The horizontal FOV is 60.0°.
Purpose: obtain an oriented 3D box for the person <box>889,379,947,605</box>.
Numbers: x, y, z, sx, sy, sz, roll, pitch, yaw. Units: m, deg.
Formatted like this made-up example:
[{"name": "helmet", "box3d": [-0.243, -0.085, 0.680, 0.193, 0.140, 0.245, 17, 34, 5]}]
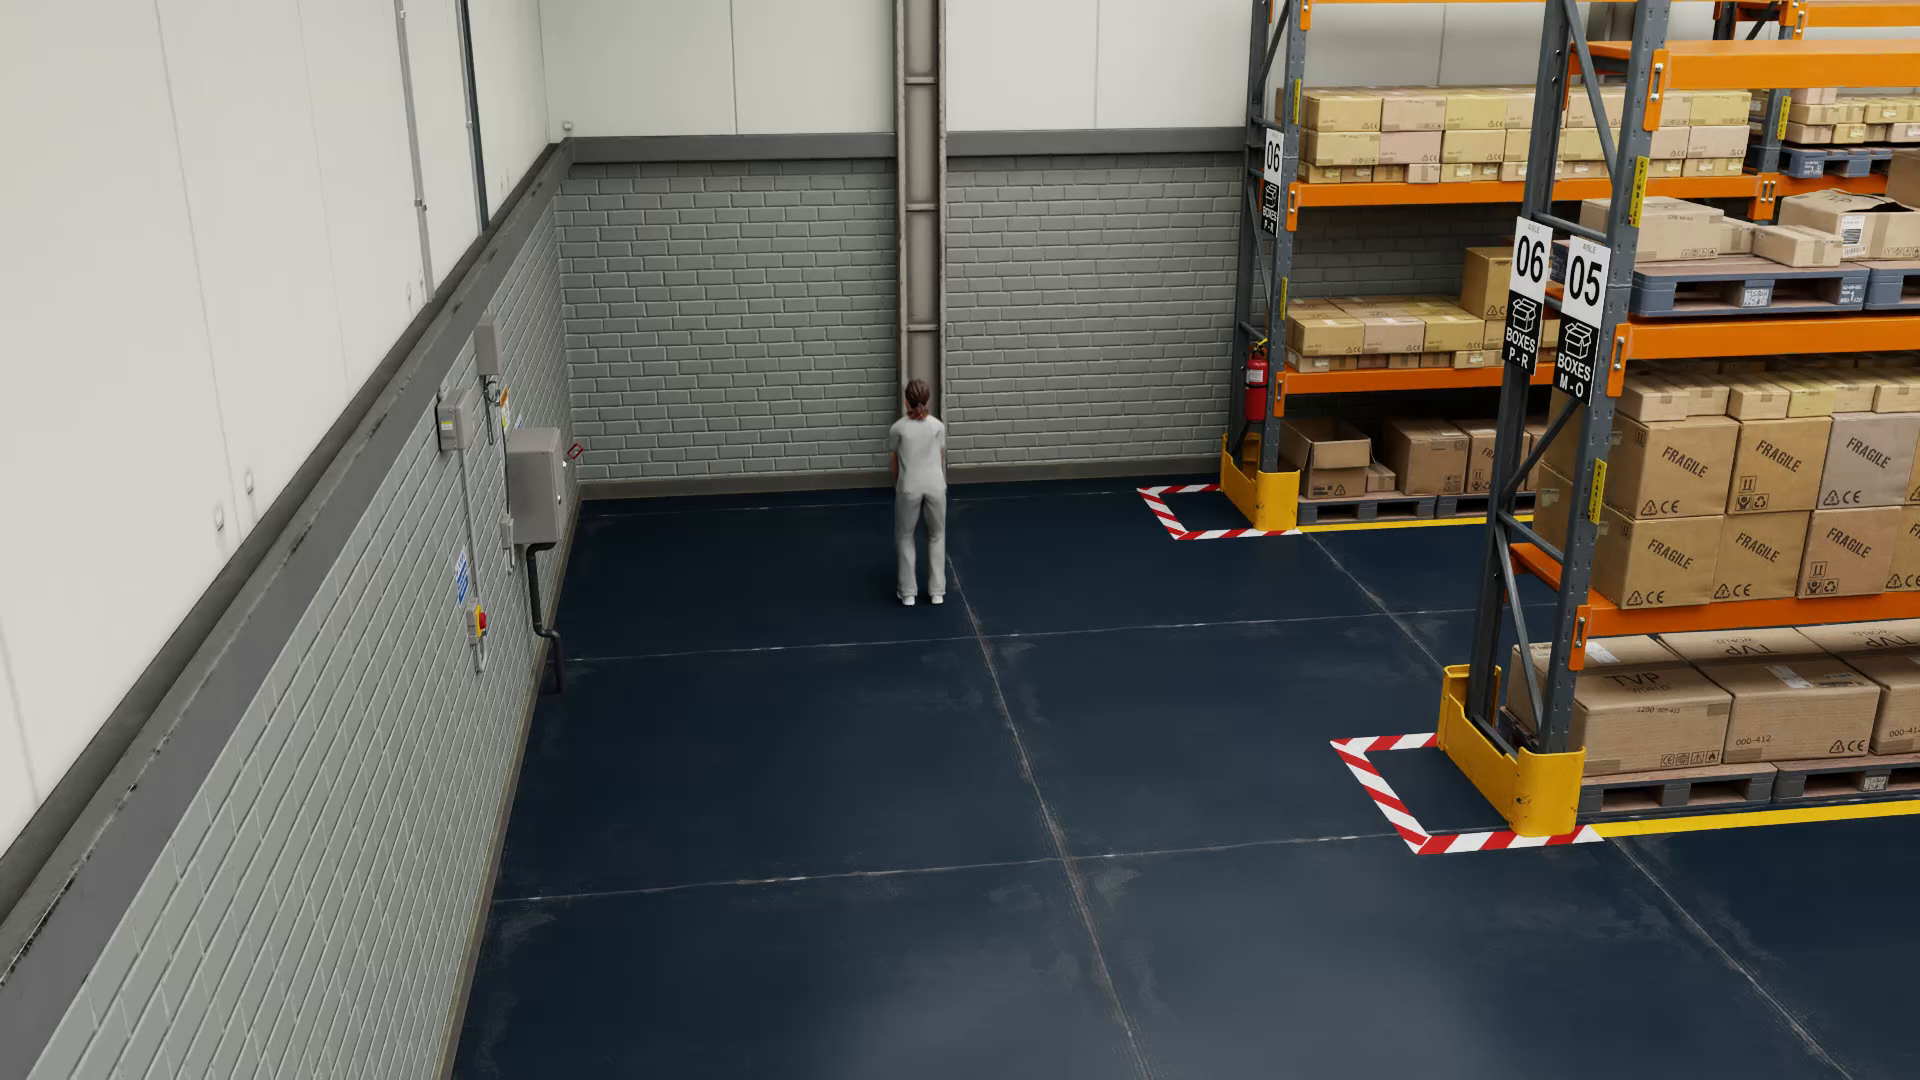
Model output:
[{"name": "person", "box3d": [-0.311, -0.367, 12.106, 0.410, 1.664, 0.513, -3, 20, -9]}]
